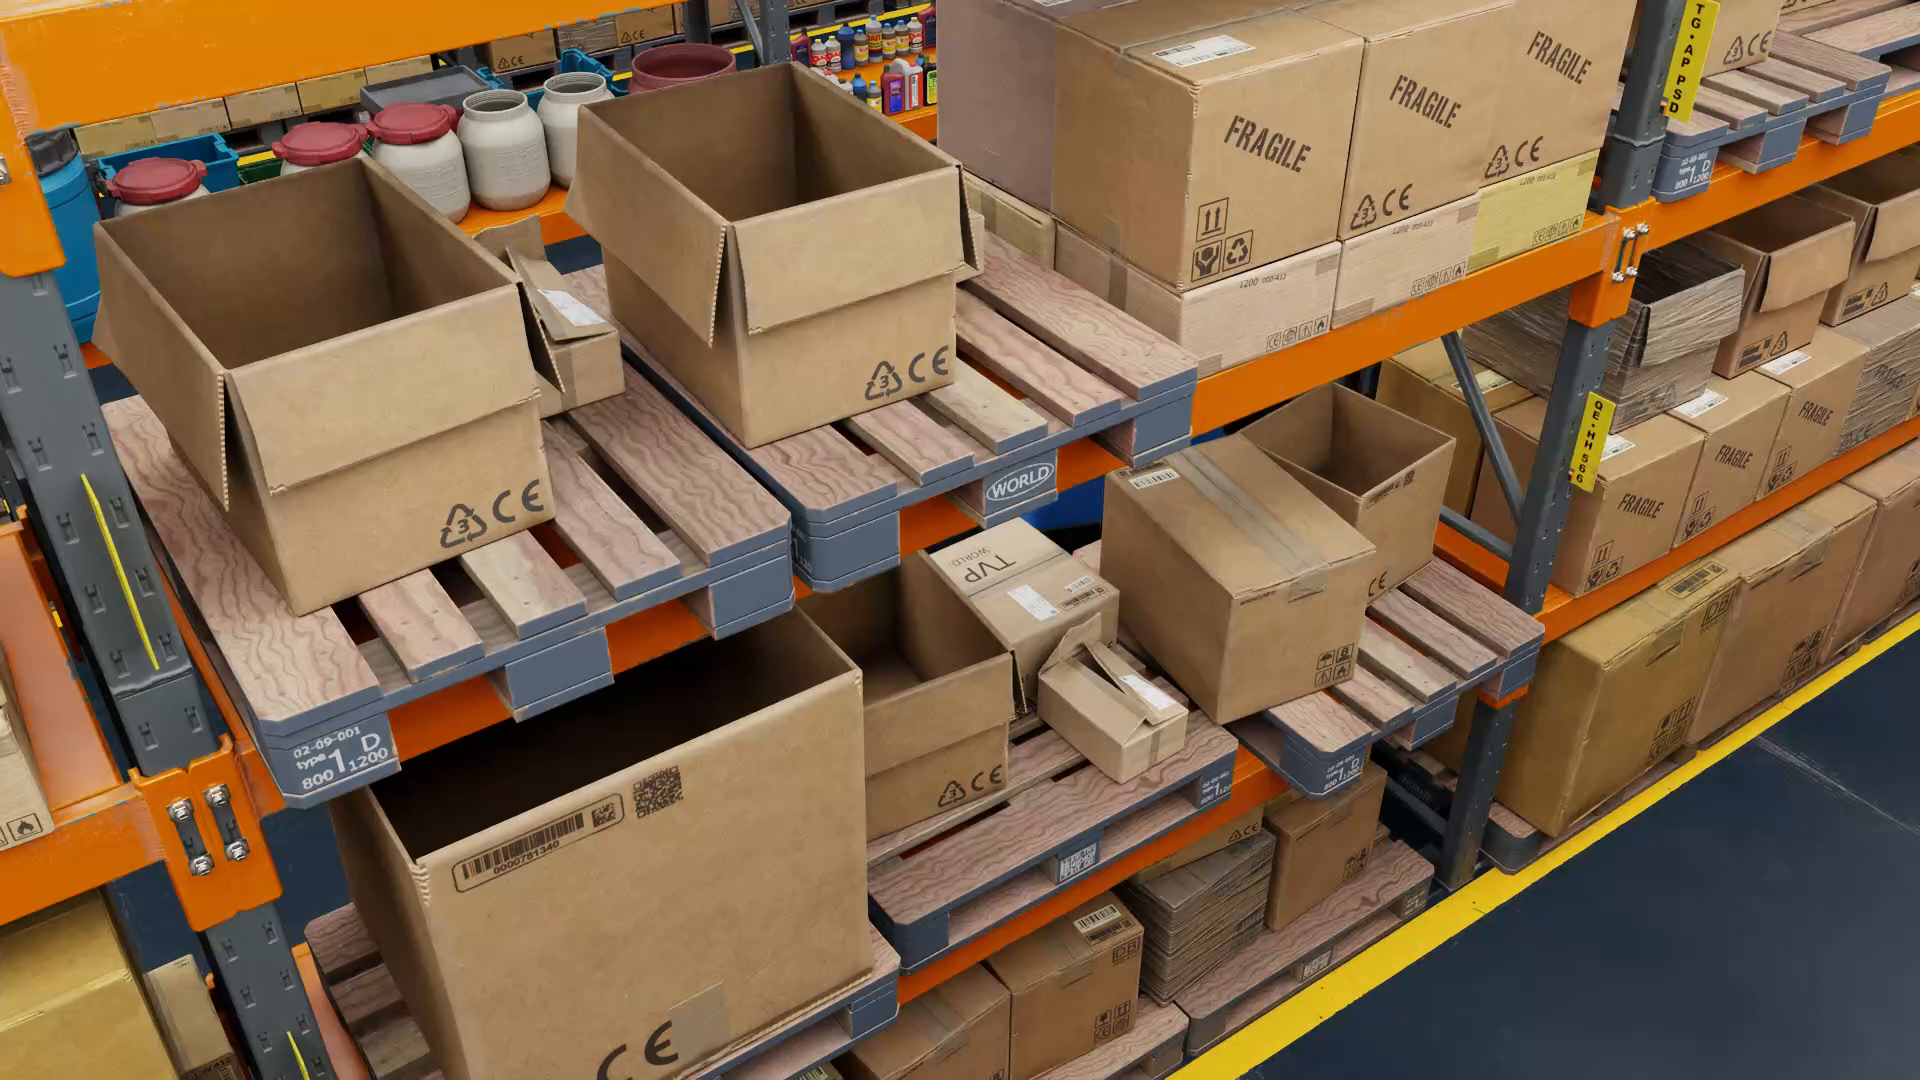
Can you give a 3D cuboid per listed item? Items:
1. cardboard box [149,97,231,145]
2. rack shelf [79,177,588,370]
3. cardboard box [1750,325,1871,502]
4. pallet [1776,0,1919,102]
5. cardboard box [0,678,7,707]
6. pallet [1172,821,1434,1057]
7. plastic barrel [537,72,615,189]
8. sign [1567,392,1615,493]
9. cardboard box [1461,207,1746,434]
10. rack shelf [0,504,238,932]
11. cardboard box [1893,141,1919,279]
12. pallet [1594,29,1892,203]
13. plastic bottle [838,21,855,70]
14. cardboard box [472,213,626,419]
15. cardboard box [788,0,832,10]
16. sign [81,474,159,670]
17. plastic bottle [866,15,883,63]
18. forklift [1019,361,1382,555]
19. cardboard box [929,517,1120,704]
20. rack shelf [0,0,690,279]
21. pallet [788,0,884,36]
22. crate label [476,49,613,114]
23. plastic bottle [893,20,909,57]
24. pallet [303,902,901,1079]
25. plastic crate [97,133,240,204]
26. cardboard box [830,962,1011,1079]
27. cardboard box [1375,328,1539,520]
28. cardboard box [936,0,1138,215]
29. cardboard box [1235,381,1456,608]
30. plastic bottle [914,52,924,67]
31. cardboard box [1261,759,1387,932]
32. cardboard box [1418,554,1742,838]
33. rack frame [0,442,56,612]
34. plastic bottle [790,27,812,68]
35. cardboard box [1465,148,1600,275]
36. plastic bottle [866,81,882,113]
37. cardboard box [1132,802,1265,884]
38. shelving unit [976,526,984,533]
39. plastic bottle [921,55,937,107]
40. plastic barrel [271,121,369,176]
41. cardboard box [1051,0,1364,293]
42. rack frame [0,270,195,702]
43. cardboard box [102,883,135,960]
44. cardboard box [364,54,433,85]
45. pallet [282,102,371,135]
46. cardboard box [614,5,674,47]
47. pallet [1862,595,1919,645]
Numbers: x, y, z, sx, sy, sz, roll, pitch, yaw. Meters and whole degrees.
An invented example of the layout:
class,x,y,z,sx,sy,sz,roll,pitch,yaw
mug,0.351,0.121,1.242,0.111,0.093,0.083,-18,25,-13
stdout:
class,x,y,z,sx,sy,sz,roll,pitch,yaw
cardboard box,-5.603,-3.094,11.978,0.500,0.250,0.500,-22,41,-27
rack shelf,-2.847,-1.520,8.411,4.000,0.370,1.077,-22,41,-28
cardboard box,3.032,-0.544,6.352,0.500,0.500,0.500,-23,42,-29
pallet,3.049,-1.882,5.890,1.213,0.211,1.003,-20,40,-26
cardboard box,-1.728,0.153,2.686,0.250,0.149,0.380,-21,41,-27
pallet,1.001,1.273,6.299,1.213,0.211,1.003,-22,41,-28
plastic barrel,-1.930,-2.082,8.481,0.421,0.512,0.421,0,36,0
sign,1.961,-0.303,5.179,0.005,0.325,0.100,-22,41,-28
cardboard box,2.248,-0.807,5.858,0.637,0.503,0.797,-21,41,-26
rack shelf,-3.264,0.971,2.378,4.000,0.370,1.077,-22,41,-28
cardboard box,3.825,-1.470,6.780,0.637,0.503,0.797,-22,41,-27
pallet,2.137,-1.504,5.365,1.003,0.211,1.213,-20,40,-26
plastic bottle,-0.675,-2.946,9.887,0.097,0.271,0.097,0,36,0
cardboard box,-0.918,-0.473,3.525,0.258,0.266,0.396,-21,41,-26
cardboard box,-1.440,-4.894,14.250,0.500,0.500,0.500,-22,41,-28
sign,-1.310,0.053,2.595,0.005,0.325,0.100,-22,41,-28
plastic bottle,-0.516,-3.011,9.978,0.097,0.271,0.097,0,36,0
forklift,1.581,-1.493,7.816,3.031,2.935,1.130,-9,37,-13
cardboard box,0.138,0.223,5.139,0.500,0.250,0.500,-24,42,-29
rack shelf,0.006,-1.429,3.489,4.000,0.370,1.077,-22,41,-28
pallet,-1.436,-4.772,14.704,1.213,0.211,1.003,-22,41,-28
crate label,-2.180,-2.294,8.841,0.616,0.435,0.502,-22,41,-28
plastic bottle,-0.357,-3.048,10.089,0.097,0.201,0.097,0,36,0
pallet,-0.920,1.115,4.296,1.213,0.211,1.003,-22,41,-28
plastic crate,-3.760,-1.653,7.992,0.575,0.384,0.392,-22,41,-28
cardboard box,-0.257,1.524,5.325,0.500,0.500,0.700,-26,43,-32
cardboard box,1.901,-0.446,6.215,0.500,0.500,0.500,-21,41,-27
cardboard box,0.285,-1.206,4.275,0.500,0.500,0.500,-24,42,-29
cardboard box,1.222,-0.131,5.418,0.500,0.500,0.500,-28,44,-33
plastic bottle,-0.219,-2.635,9.454,0.097,0.271,0.097,0,36,0
cardboard box,1.105,0.950,6.124,0.500,0.500,0.700,-25,42,-30
cardboard box,2.217,0.349,6.656,0.875,0.875,1.225,-24,42,-30
rack frame,-4.482,-1.140,7.265,0.127,3.000,1.000,-22,41,-28
plastic bottle,-0.939,-2.855,9.750,0.133,0.283,0.061,-22,41,-28
cardboard box,1.393,-1.001,4.632,0.500,0.250,0.500,-22,41,-28
plastic bottle,-0.482,-2.454,9.264,0.097,0.201,0.097,0,36,0
cardboard box,0.683,0.834,5.644,0.500,0.250,0.500,-18,39,-23
shelving unit,-0.159,-0.509,7.930,0.503,1.200,0.258,-19,40,-24
plastic bottle,-0.159,-2.608,9.407,0.133,0.283,0.061,-22,41,-28
plastic barrel,-2.974,-1.659,7.871,0.433,0.535,0.433,0,36,0
cardboard box,0.568,-0.966,3.941,0.500,0.500,0.500,-22,41,-27
rack frame,-1.629,-1.211,2.227,0.127,3.000,1.000,-22,41,-28
cardboard box,-2.143,0.687,3.529,0.500,0.500,0.500,-22,41,-28
cardboard box,-4.352,-3.611,12.697,0.500,0.250,0.500,-21,41,-27
pallet,-4.758,-3.460,12.880,1.213,0.211,1.003,-22,41,-28
cardboard box,-2.689,-4.376,13.529,0.500,0.500,0.500,-23,42,-28
pallet,4.323,-0.039,8.123,1.213,0.211,1.003,-22,41,-28
